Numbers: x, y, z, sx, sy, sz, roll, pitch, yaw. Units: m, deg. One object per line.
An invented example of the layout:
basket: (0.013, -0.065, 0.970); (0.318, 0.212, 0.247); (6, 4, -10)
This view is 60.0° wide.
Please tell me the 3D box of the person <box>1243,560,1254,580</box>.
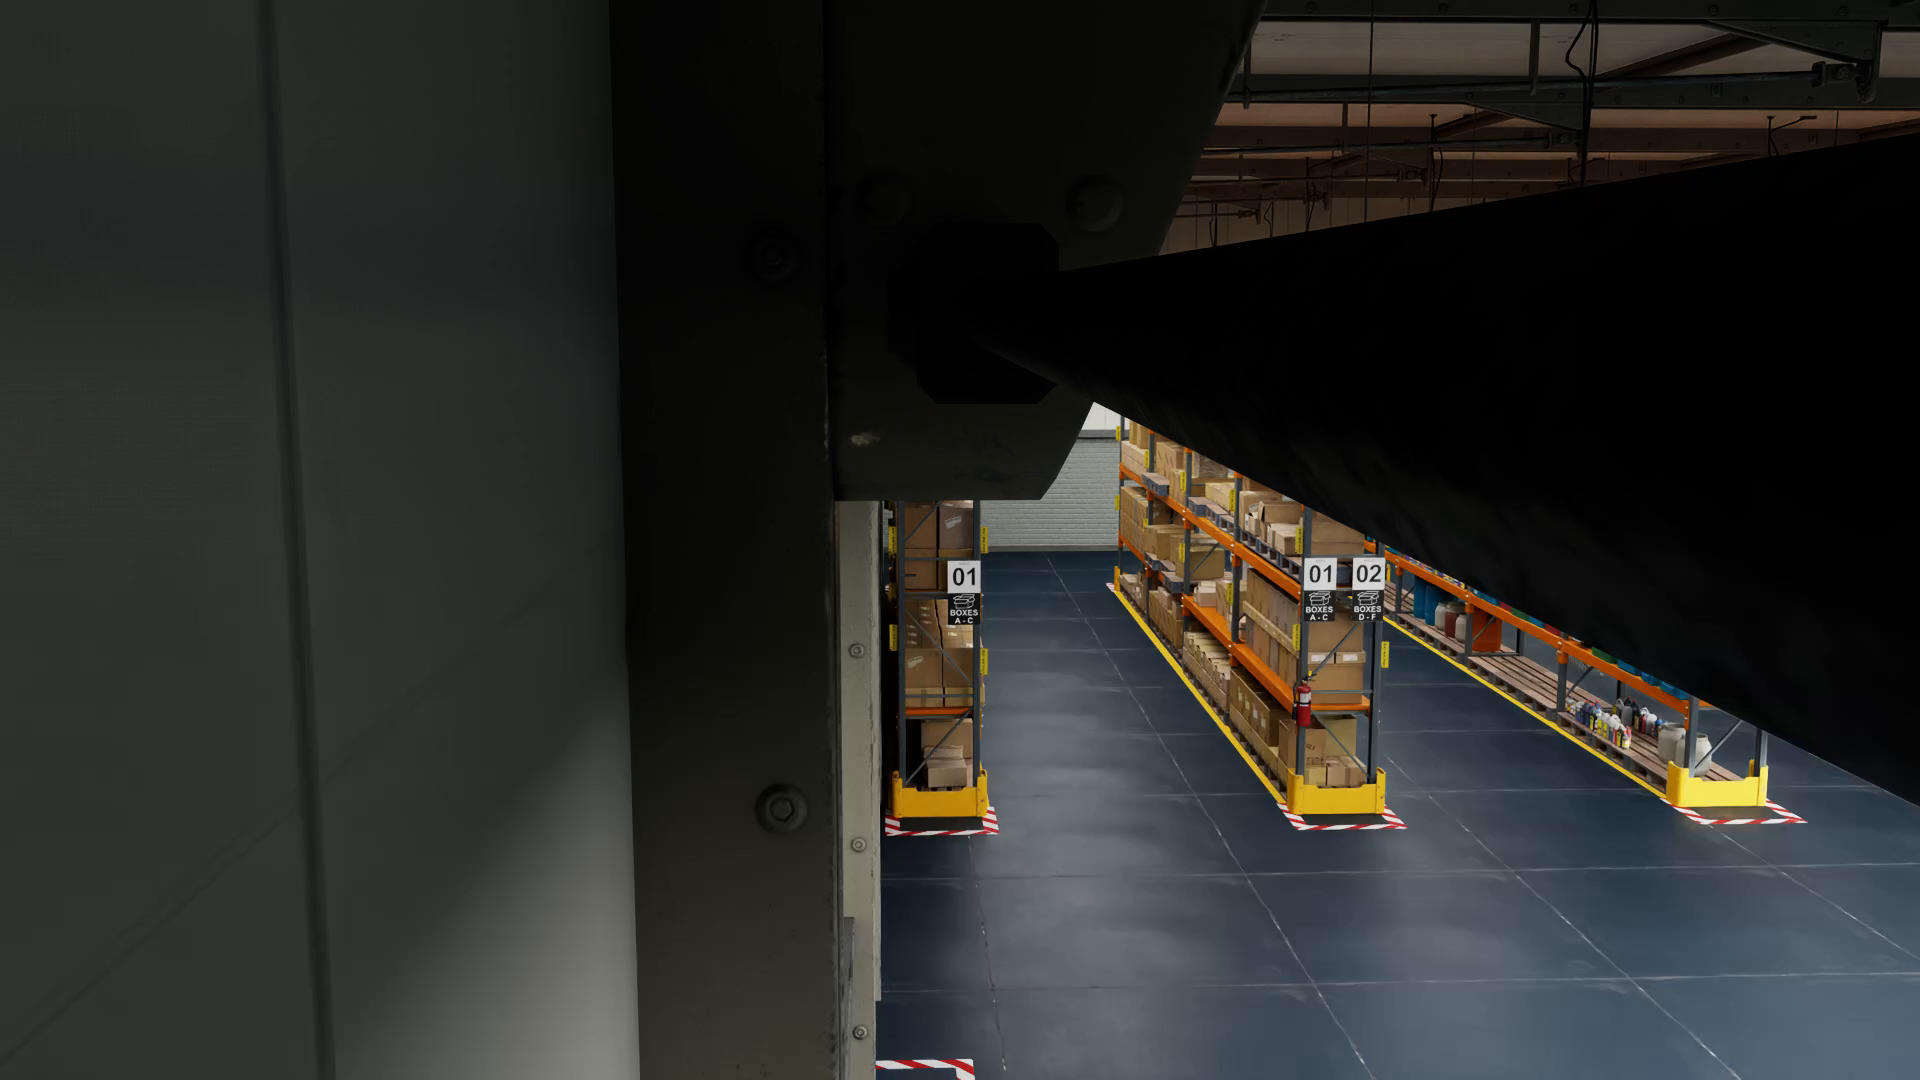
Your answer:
person: (5.908, 0.731, 33.055); (0.669, 1.783, 1.051); (-2, 8, -14)

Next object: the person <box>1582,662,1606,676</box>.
person: (10.888, 1.441, 28.295); (0.455, 1.609, 0.998); (-1, 8, -8)
